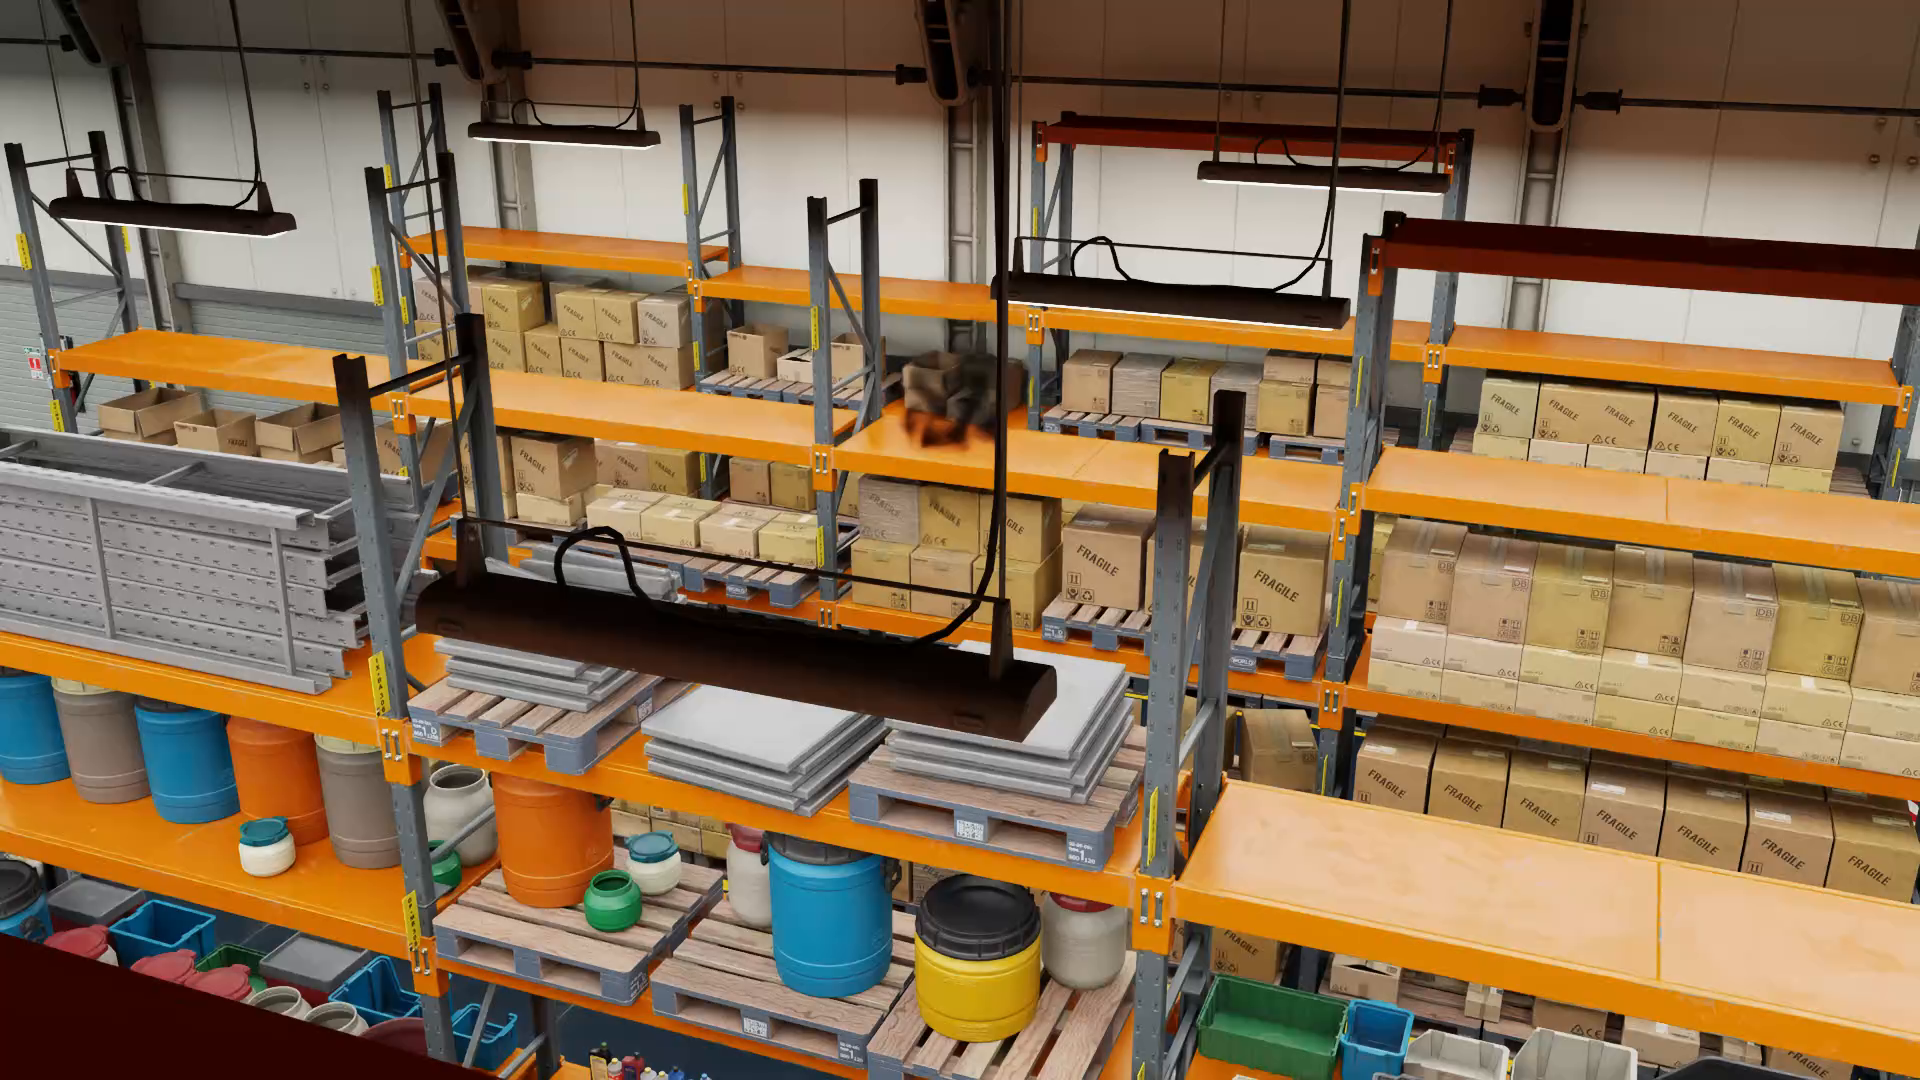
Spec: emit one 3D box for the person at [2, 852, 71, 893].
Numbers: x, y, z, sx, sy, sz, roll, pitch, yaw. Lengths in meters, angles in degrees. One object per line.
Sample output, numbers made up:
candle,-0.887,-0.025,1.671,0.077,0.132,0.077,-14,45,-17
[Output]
person,-7.321,2.531,13.196,0.939,1.800,0.634,7,22,18
